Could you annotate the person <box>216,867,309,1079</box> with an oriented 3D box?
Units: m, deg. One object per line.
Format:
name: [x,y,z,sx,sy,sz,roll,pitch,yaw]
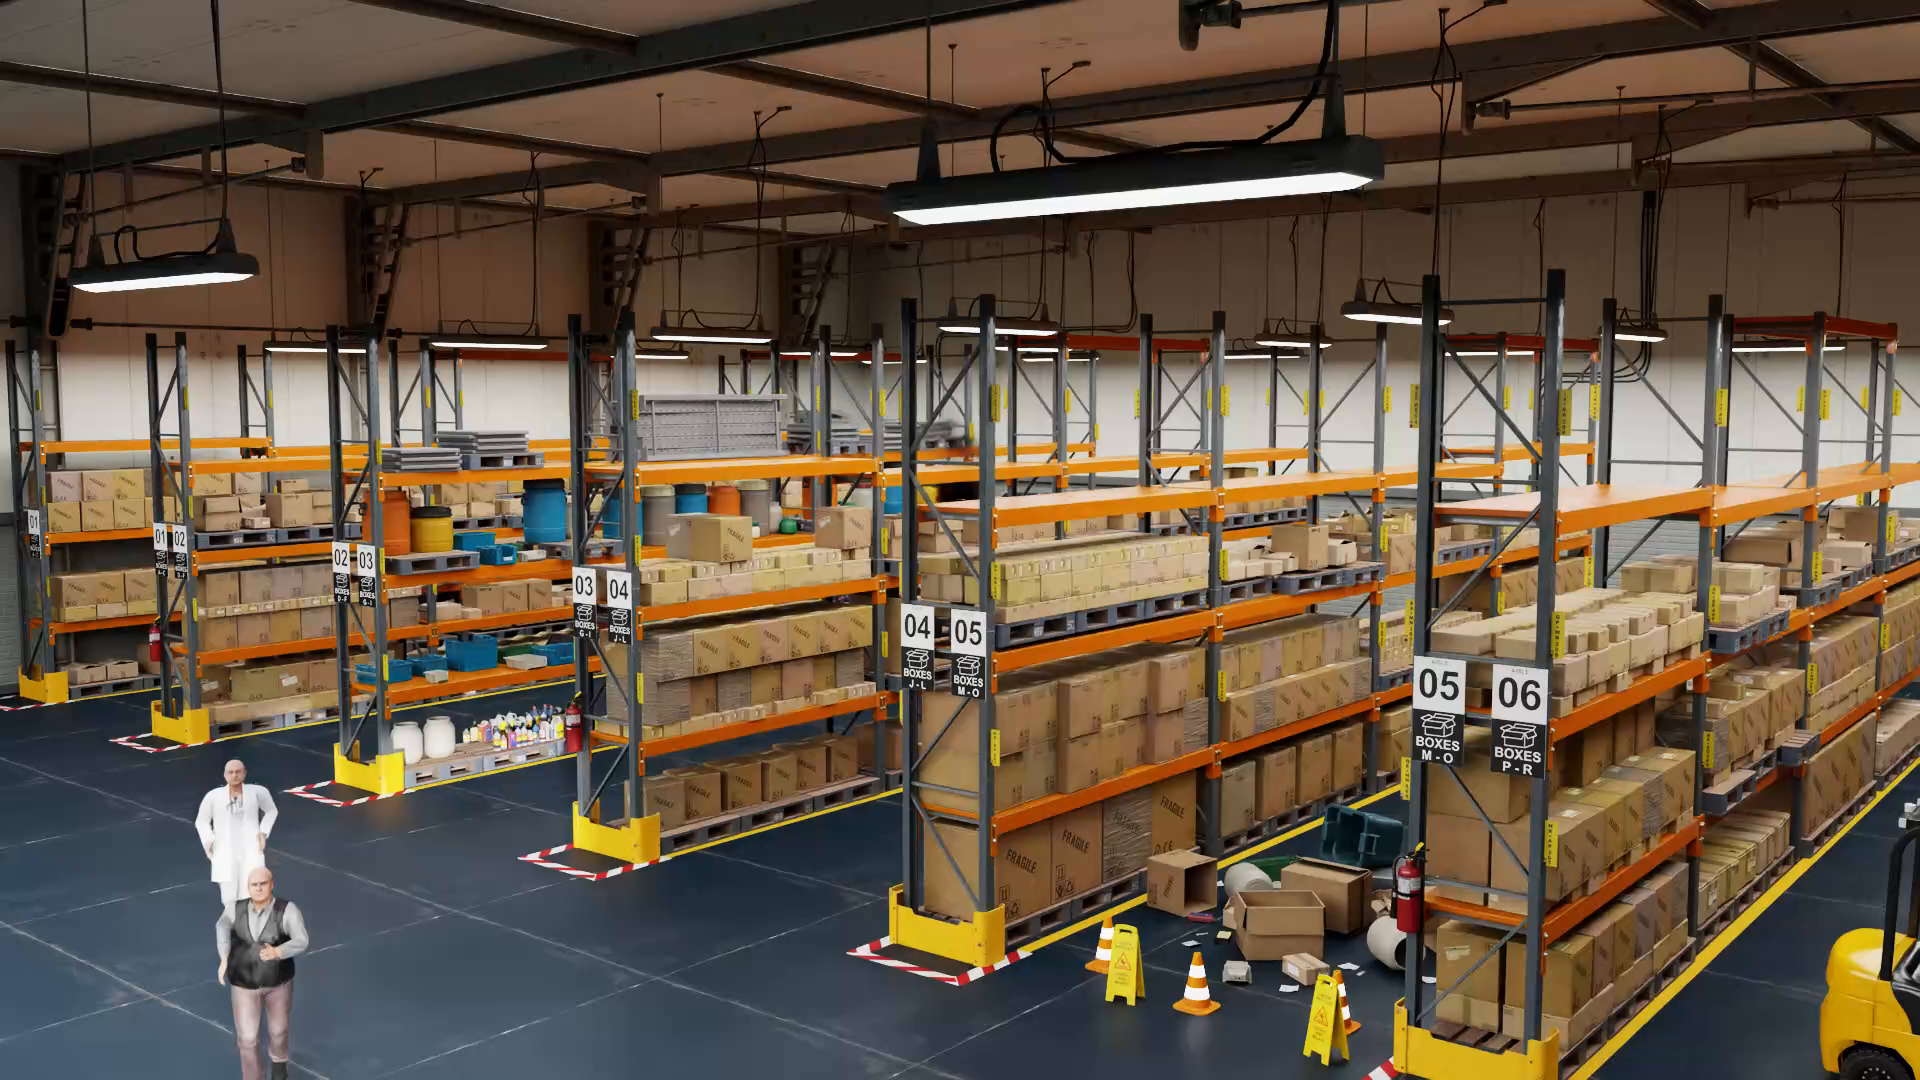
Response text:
person: [-5.018,3.222,11.991,0.627,1.771,0.869,-2,5,-21]

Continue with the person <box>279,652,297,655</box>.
person: [-11.219,1.802,27.901,0.710,1.760,0.818,3,6,32]

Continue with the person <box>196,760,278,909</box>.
person: [-6.738,2.913,15.532,0.710,1.751,0.782,-2,6,-24]
